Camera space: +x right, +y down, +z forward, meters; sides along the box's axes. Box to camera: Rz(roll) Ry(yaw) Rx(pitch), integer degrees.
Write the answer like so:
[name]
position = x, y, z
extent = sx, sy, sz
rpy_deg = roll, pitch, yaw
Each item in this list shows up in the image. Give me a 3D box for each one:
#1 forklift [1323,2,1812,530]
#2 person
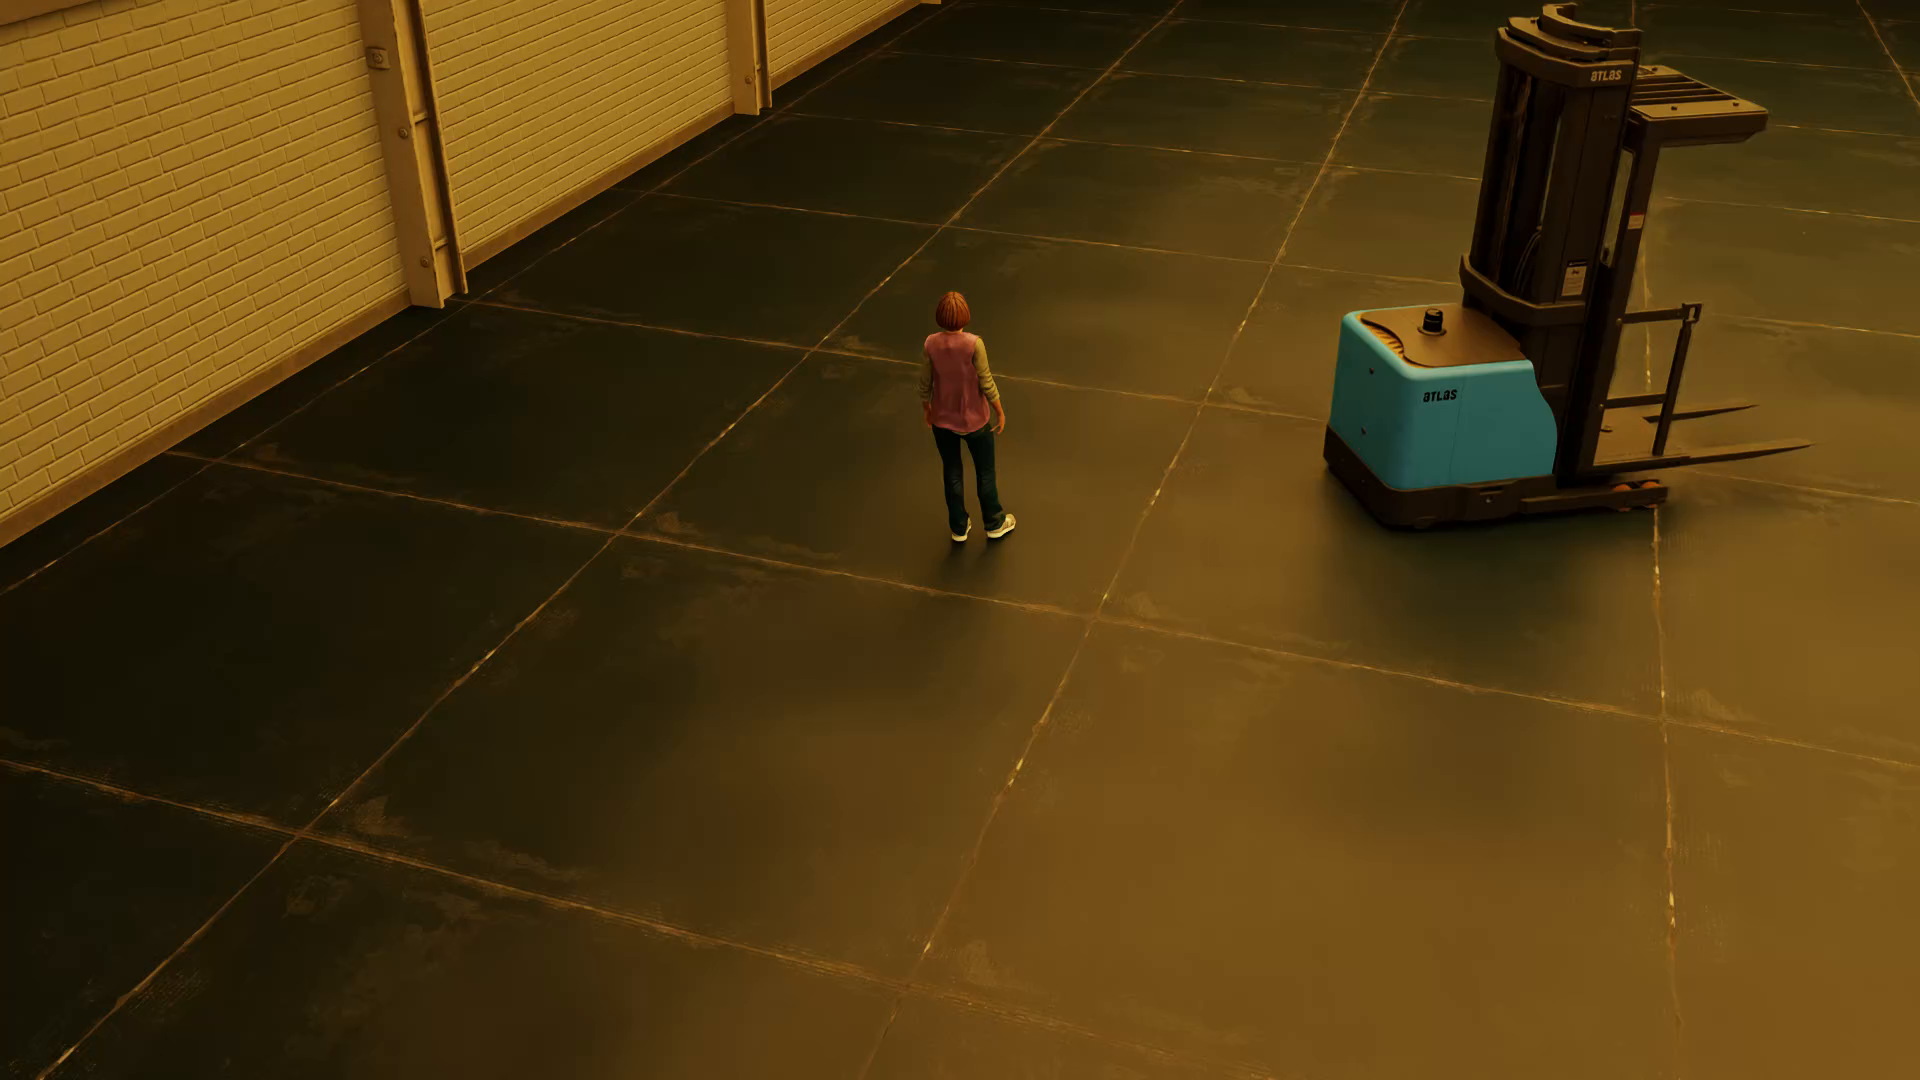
[forklift]
position = 3.953, -1.700, 10.119
extent = 3.031, 2.935, 1.130
rpy_deg = -6, 30, -11
[person]
position = 0.037, -0.732, 9.753
extent = 0.520, 1.597, 0.476
rpy_deg = 10, 31, 16
